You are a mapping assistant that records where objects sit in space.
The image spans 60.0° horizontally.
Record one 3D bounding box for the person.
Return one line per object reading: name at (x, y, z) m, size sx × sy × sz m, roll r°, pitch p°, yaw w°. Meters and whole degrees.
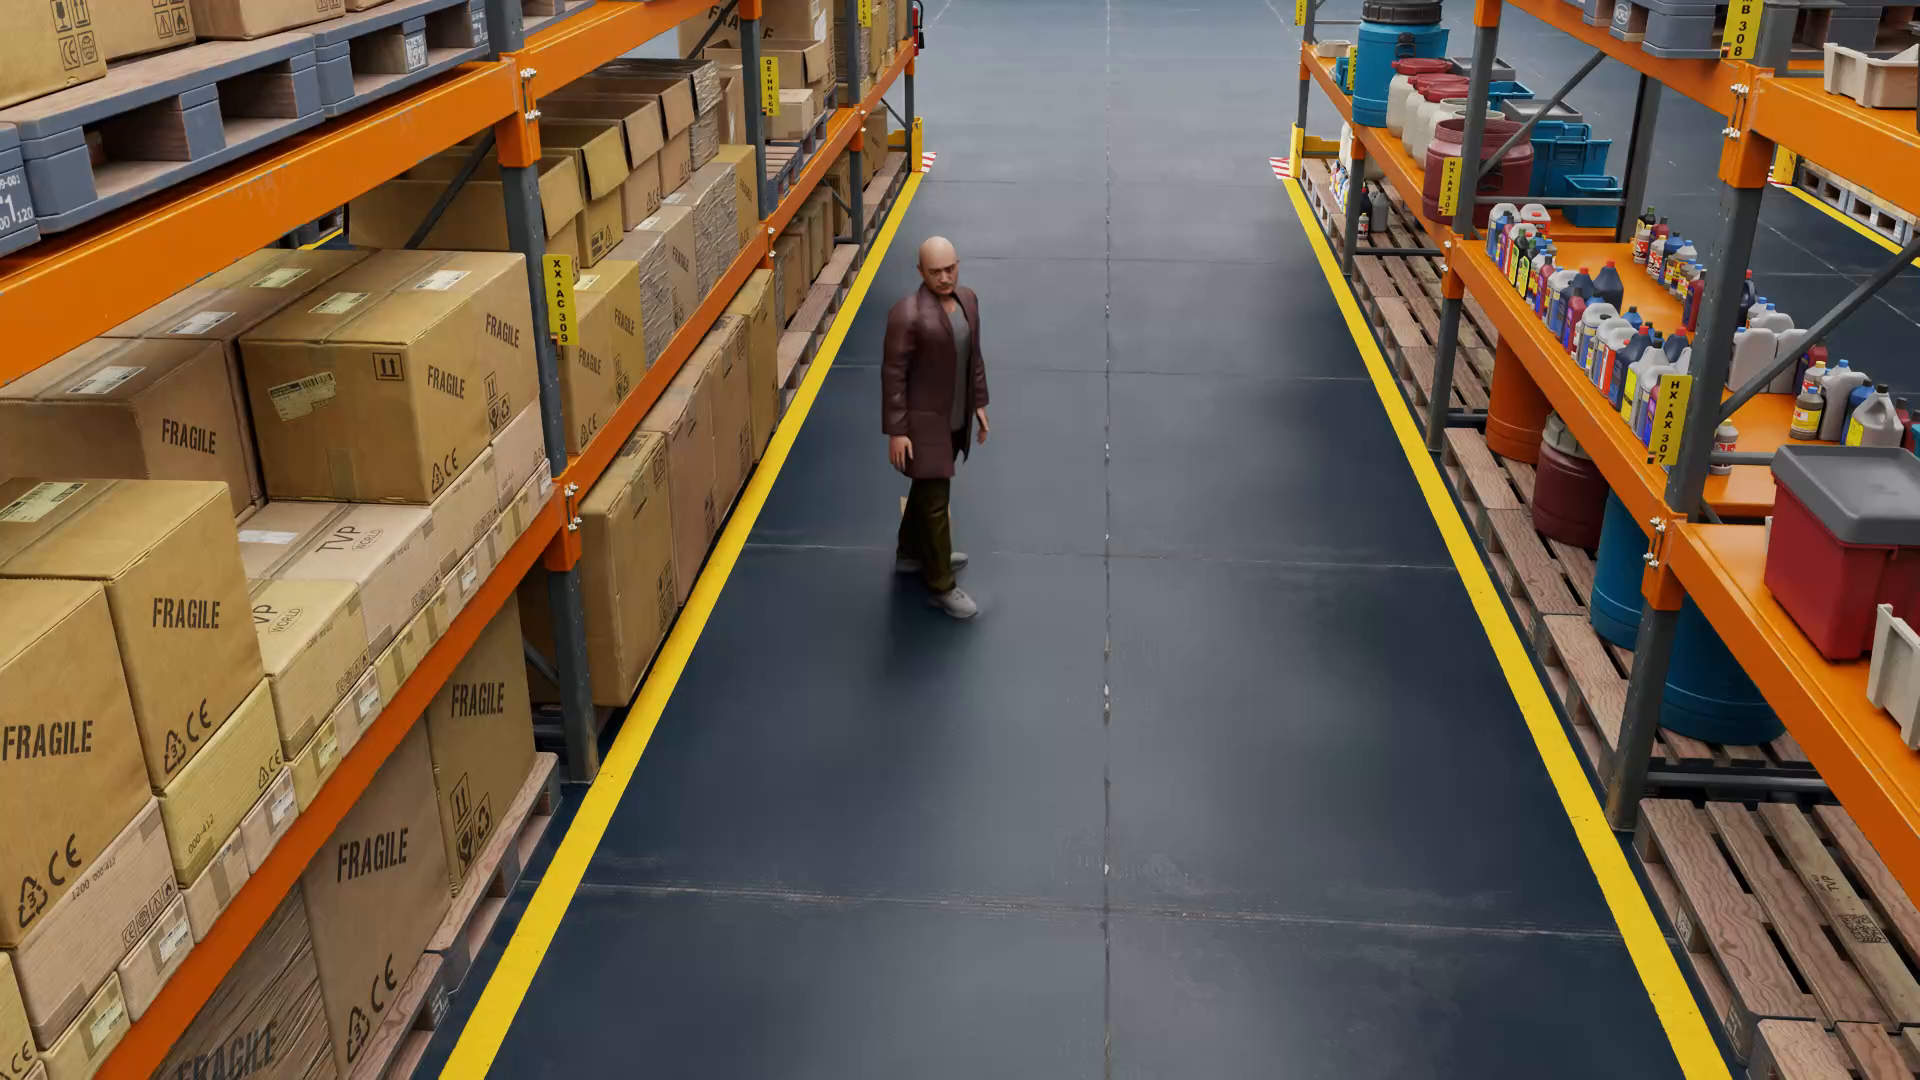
person at (-0.091, -0.545, 7.807) m, size 0.685 × 1.776 × 0.624 m, roll 18°, pitch 30°, yaw 34°
